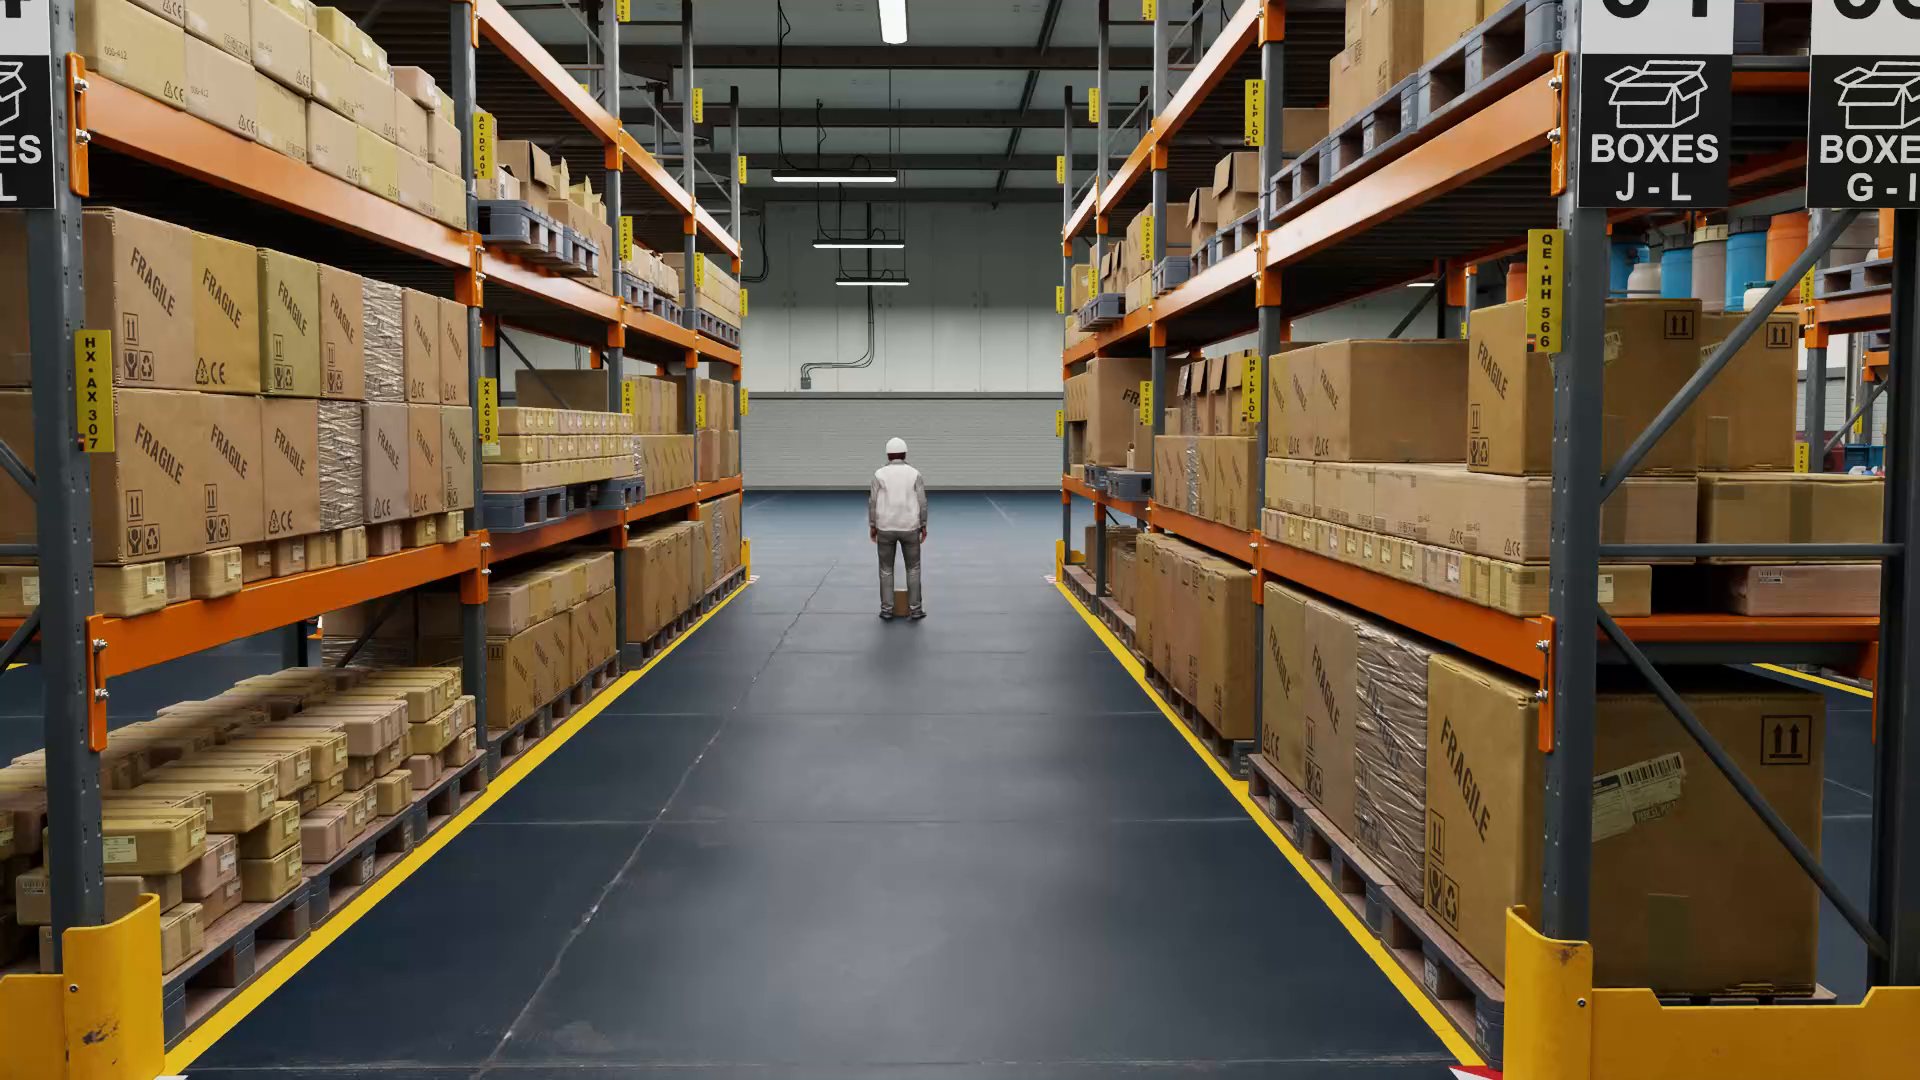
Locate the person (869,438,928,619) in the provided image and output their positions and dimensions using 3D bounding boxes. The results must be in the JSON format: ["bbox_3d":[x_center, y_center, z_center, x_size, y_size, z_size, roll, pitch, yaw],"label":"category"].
[{"bbox_3d":[-0.607,-0.120,16.373,0.580,1.772,0.460,0,4,-1],"label":"person"}]
